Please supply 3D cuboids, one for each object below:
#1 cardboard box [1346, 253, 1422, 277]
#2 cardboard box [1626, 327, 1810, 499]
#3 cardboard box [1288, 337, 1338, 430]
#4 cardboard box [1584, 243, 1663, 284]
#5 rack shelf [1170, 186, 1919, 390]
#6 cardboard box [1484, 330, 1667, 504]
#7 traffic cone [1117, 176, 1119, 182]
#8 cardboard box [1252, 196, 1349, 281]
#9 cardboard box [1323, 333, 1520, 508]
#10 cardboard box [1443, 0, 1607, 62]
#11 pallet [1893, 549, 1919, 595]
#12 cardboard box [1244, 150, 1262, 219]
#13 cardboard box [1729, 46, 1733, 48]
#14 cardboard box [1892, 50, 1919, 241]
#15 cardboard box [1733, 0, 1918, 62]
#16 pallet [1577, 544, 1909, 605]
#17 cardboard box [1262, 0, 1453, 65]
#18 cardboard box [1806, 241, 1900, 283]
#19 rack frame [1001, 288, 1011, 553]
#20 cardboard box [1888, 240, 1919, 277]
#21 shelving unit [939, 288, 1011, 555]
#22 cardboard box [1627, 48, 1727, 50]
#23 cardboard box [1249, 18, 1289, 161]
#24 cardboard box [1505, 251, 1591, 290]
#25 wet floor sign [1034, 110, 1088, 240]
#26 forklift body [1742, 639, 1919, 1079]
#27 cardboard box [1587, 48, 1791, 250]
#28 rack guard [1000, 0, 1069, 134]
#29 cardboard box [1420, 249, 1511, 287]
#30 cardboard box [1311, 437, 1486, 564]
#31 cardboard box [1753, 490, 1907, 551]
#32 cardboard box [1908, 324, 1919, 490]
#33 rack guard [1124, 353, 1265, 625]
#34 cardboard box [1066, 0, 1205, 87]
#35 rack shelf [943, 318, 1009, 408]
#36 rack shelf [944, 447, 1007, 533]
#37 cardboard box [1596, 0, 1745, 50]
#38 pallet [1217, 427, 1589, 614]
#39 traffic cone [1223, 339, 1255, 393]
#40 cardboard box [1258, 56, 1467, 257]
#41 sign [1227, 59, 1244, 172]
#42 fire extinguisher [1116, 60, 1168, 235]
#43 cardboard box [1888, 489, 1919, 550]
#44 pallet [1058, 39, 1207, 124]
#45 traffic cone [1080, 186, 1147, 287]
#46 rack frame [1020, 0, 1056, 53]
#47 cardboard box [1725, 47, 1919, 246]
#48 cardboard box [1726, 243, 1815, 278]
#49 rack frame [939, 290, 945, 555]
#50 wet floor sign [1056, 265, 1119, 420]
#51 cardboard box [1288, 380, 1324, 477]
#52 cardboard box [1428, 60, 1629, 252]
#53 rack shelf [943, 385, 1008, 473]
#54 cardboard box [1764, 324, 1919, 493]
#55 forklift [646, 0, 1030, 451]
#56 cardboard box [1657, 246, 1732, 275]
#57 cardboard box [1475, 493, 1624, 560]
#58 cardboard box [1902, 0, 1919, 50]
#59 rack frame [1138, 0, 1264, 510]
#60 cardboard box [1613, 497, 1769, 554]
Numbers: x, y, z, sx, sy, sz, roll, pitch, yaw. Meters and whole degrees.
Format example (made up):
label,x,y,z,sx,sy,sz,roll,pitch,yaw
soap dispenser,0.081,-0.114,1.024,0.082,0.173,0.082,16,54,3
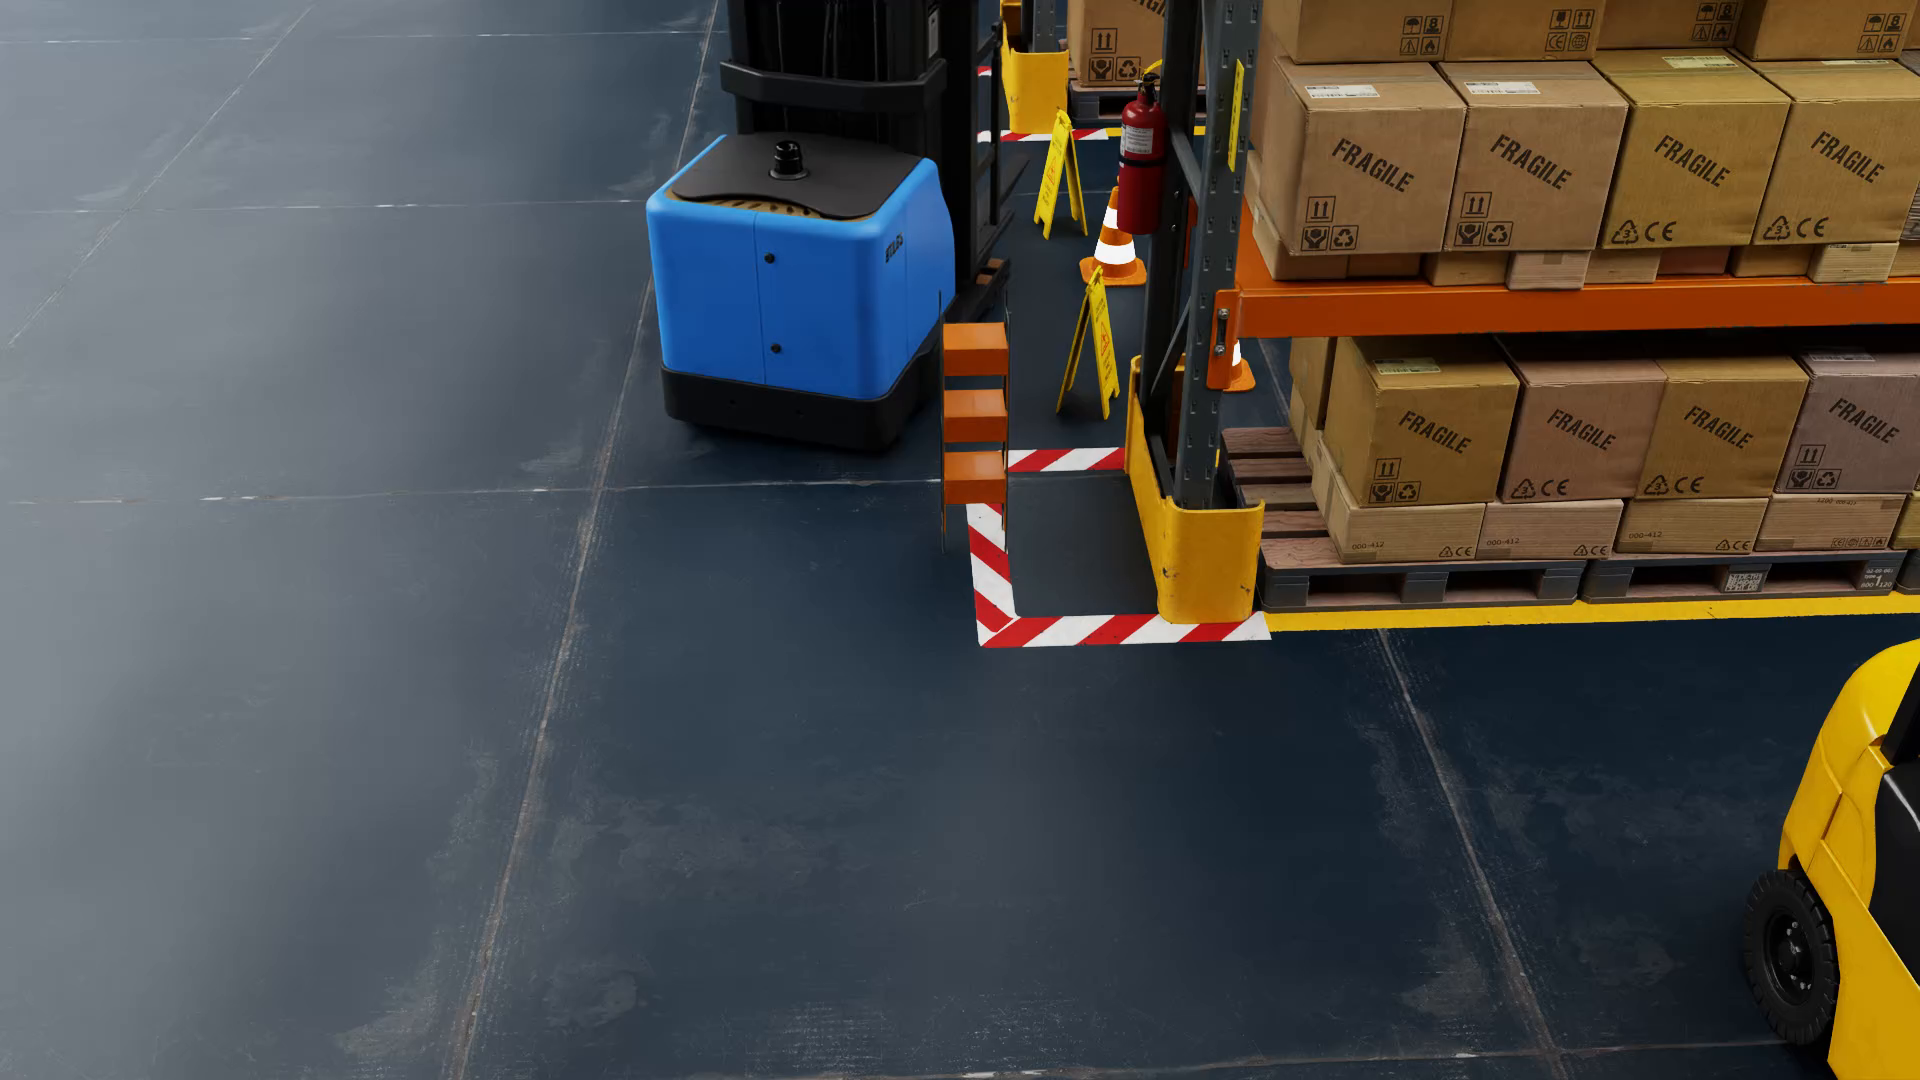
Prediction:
label,x,y,z,sx,sy,sz,roll,pitch,yaw
cardboard box,1.420,-1.057,5.733,0.250,0.149,0.380,-1,35,-2
cardboard box,2.685,-0.495,6.089,0.500,0.500,0.500,-1,35,-1
cardboard box,1.607,-0.774,6.492,0.500,0.500,0.500,-1,35,-2
cardboard box,2.201,-1.025,5.686,0.250,0.149,0.380,-1,35,-1
rack shelf,2.817,-1.012,6.079,4.000,0.370,1.077,-2,35,-2
cardboard box,2.184,-0.486,6.076,0.500,0.500,0.500,-3,35,-4
traffic cone,1.082,-2.229,9.435,0.334,0.463,0.336,-2,35,-2
cardboard box,1.168,-1.042,5.711,0.250,0.149,0.380,-1,35,-2
cardboard box,1.662,-0.470,6.052,0.500,0.500,0.500,-3,35,-4
cardboard box,1.825,-1.975,5.612,0.500,0.500,0.700,-1,35,-2
pallet,4.146,-0.177,6.691,1.213,0.211,1.003,-2,35,-2
cardboard box,1.183,-1.282,6.058,0.250,0.149,0.380,0,35,-1
cardboard box,2.856,-1.614,5.968,0.500,0.500,0.500,-1,35,-2
cardboard box,3.351,-1.337,5.568,0.500,0.500,0.500,-1,35,-1
cardboard box,2.834,-1.982,5.621,0.500,0.500,0.700,-2,35,-3
pallet,2.924,-0.142,6.641,1.213,0.211,1.003,-2,35,-2
cardboard box,1.319,-1.966,5.598,0.500,0.500,0.700,-2,35,-3
cardboard box,2.981,-1.030,5.694,0.250,0.149,0.380,-1,35,-2
rack frame,0.175,-0.436,6.329,0.008,1.050,0.200,-2,35,-2
cardboard box,3.236,-1.057,5.733,0.250,0.149,0.380,-2,35,-3
shelving unit,0.053,-0.433,6.324,0.252,1.050,0.215,-2,35,-2
cardboard box,2.349,-1.611,5.963,0.500,0.500,0.500,-2,35,-2
cardboard box,1.348,-1.588,5.931,0.500,0.500,0.500,-2,35,-3
cardboard box,1.944,-0.999,5.649,0.250,0.149,0.380,-1,35,-1
wet floor sign,0.549,-1.970,8.901,0.232,0.644,0.267,-7,35,-10
forklift body,2.866,0.829,3.534,1.214,2.155,2.313,-2,35,-2
cardboard box,2.332,-1.302,5.518,0.500,0.500,0.500,-2,35,-3
rack guard,0.460,-3.036,10.569,0.348,0.500,1.175,-2,35,-2
cardboard box,1.689,-1.018,5.677,0.250,0.149,0.380,-3,35,-4
cardboard box,1.638,-0.160,6.264,0.500,0.250,0.500,-2,35,-3
cardboard box,3.197,-0.204,6.327,0.500,0.250,0.500,-1,35,-1
cardboard box,3.729,-0.529,6.137,0.500,0.500,0.500,-1,35,-1
rack guard,0.895,-0.228,6.511,0.348,0.500,1.175,-2,35,-2
cardboard box,1.158,-3.420,10.424,0.875,0.875,0.875,-1,35,-2
rack shelf,0.053,-0.658,6.169,0.240,0.259,0.215,-2,35,-2
rack shelf,0.053,-0.196,6.488,0.240,0.259,0.215,-2,35,-2
cardboard box,2.330,-2.048,5.716,0.500,0.500,0.700,-2,35,-3
pallet,1.708,-0.111,6.596,1.213,0.211,1.003,-2,35,-2
traffic cone,1.188,-0.955,7.595,0.334,0.463,0.336,-2,35,-2
cardboard box,1.305,-1.272,5.474,0.500,0.500,0.500,-2,35,-3
sign,0.845,-1.301,5.105,0.005,0.325,0.100,-2,35,-2
fire extinguisher,0.683,-1.481,6.193,0.183,0.674,0.296,-2,35,-2
cardboard box,3.705,-0.215,6.343,0.500,0.250,0.500,-2,35,-3
pallet,1.279,-2.984,10.747,1.213,0.211,1.003,-2,35,-2
traffic cone,0.796,-1.577,8.493,0.334,0.463,0.336,-2,35,-2
rack frame,0.484,-4.065,9.858,0.127,3.000,1.000,-2,35,-2
cardboard box,2.839,-1.321,5.544,0.500,0.500,0.500,-2,35,-3
cardboard box,2.727,-1.056,5.732,0.250,0.149,0.380,-2,35,-3
rack frame,-0.069,-0.430,6.320,0.008,1.050,0.200,-2,35,-2
wet floor sign,0.579,-0.889,7.338,0.232,0.644,0.267,10,36,14
cardboard box,1.638,-0.471,6.713,0.500,0.250,0.500,-2,35,-2
cardboard box,1.823,-1.288,5.497,0.500,0.500,0.500,-1,35,-1
rack shelf,0.053,-0.424,6.330,0.240,0.259,0.215,-2,35,-2
cardboard box,3.219,-0.514,6.116,0.500,0.500,0.500,0,35,0
forklift,-0.377,-2.419,7.541,1.130,2.935,3.031,10,36,14
cardboard box,2.462,-1.066,5.746,0.250,0.149,0.380,0,35,-1
cardboard box,2.148,-0.170,6.278,0.500,0.250,0.500,0,35,-1
cardboard box,3.351,-2.048,5.716,0.500,0.500,0.700,-2,35,-3
rack frame,0.819,-1.254,5.797,0.127,3.000,1.000,-2,35,-2
cardboard box,2.693,-0.192,6.309,0.500,0.250,0.500,1,35,1
